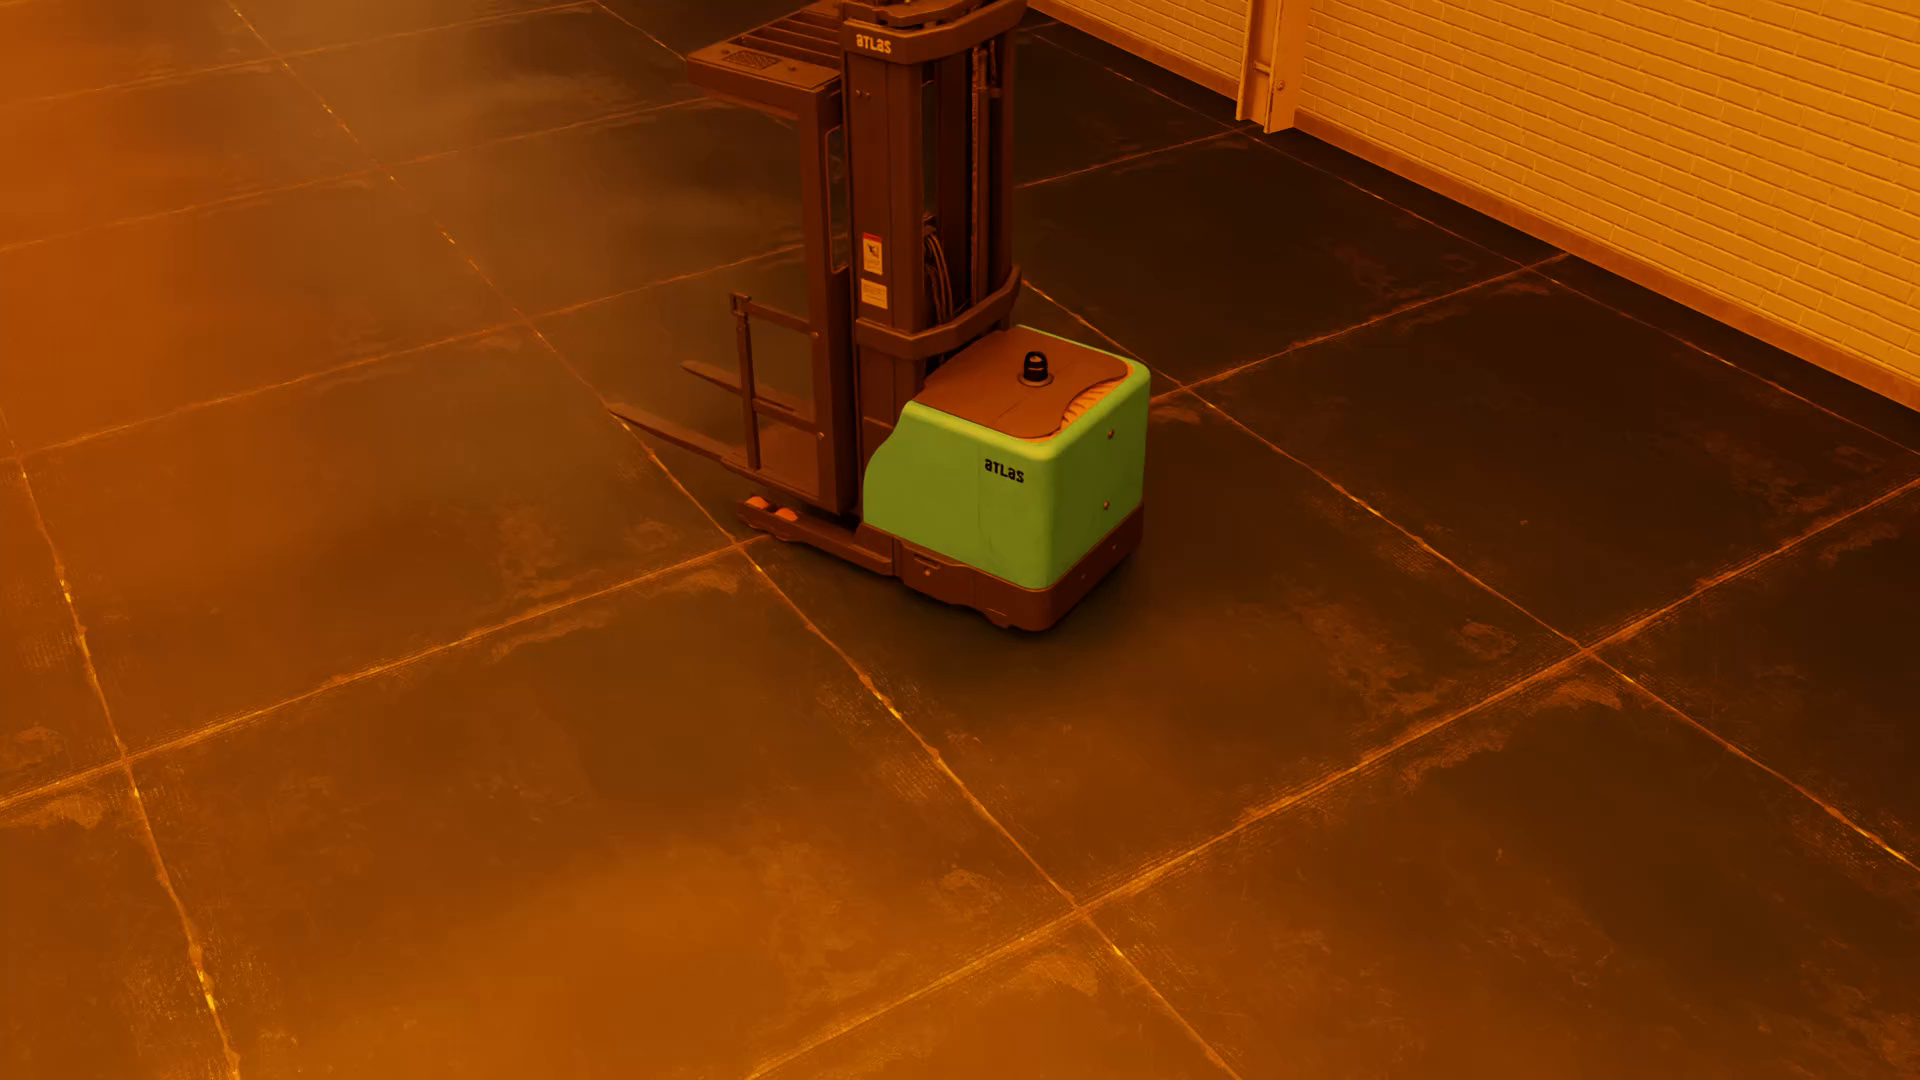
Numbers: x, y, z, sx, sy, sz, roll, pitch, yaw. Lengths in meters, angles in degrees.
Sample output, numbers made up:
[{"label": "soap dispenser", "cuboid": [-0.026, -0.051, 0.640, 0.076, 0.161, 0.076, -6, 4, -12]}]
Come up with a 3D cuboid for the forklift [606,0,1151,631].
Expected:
[{"label": "forklift", "cuboid": [-0.561, -1.423, 8.173, 3.031, 2.935, 1.130, 22, 41, 28]}]
